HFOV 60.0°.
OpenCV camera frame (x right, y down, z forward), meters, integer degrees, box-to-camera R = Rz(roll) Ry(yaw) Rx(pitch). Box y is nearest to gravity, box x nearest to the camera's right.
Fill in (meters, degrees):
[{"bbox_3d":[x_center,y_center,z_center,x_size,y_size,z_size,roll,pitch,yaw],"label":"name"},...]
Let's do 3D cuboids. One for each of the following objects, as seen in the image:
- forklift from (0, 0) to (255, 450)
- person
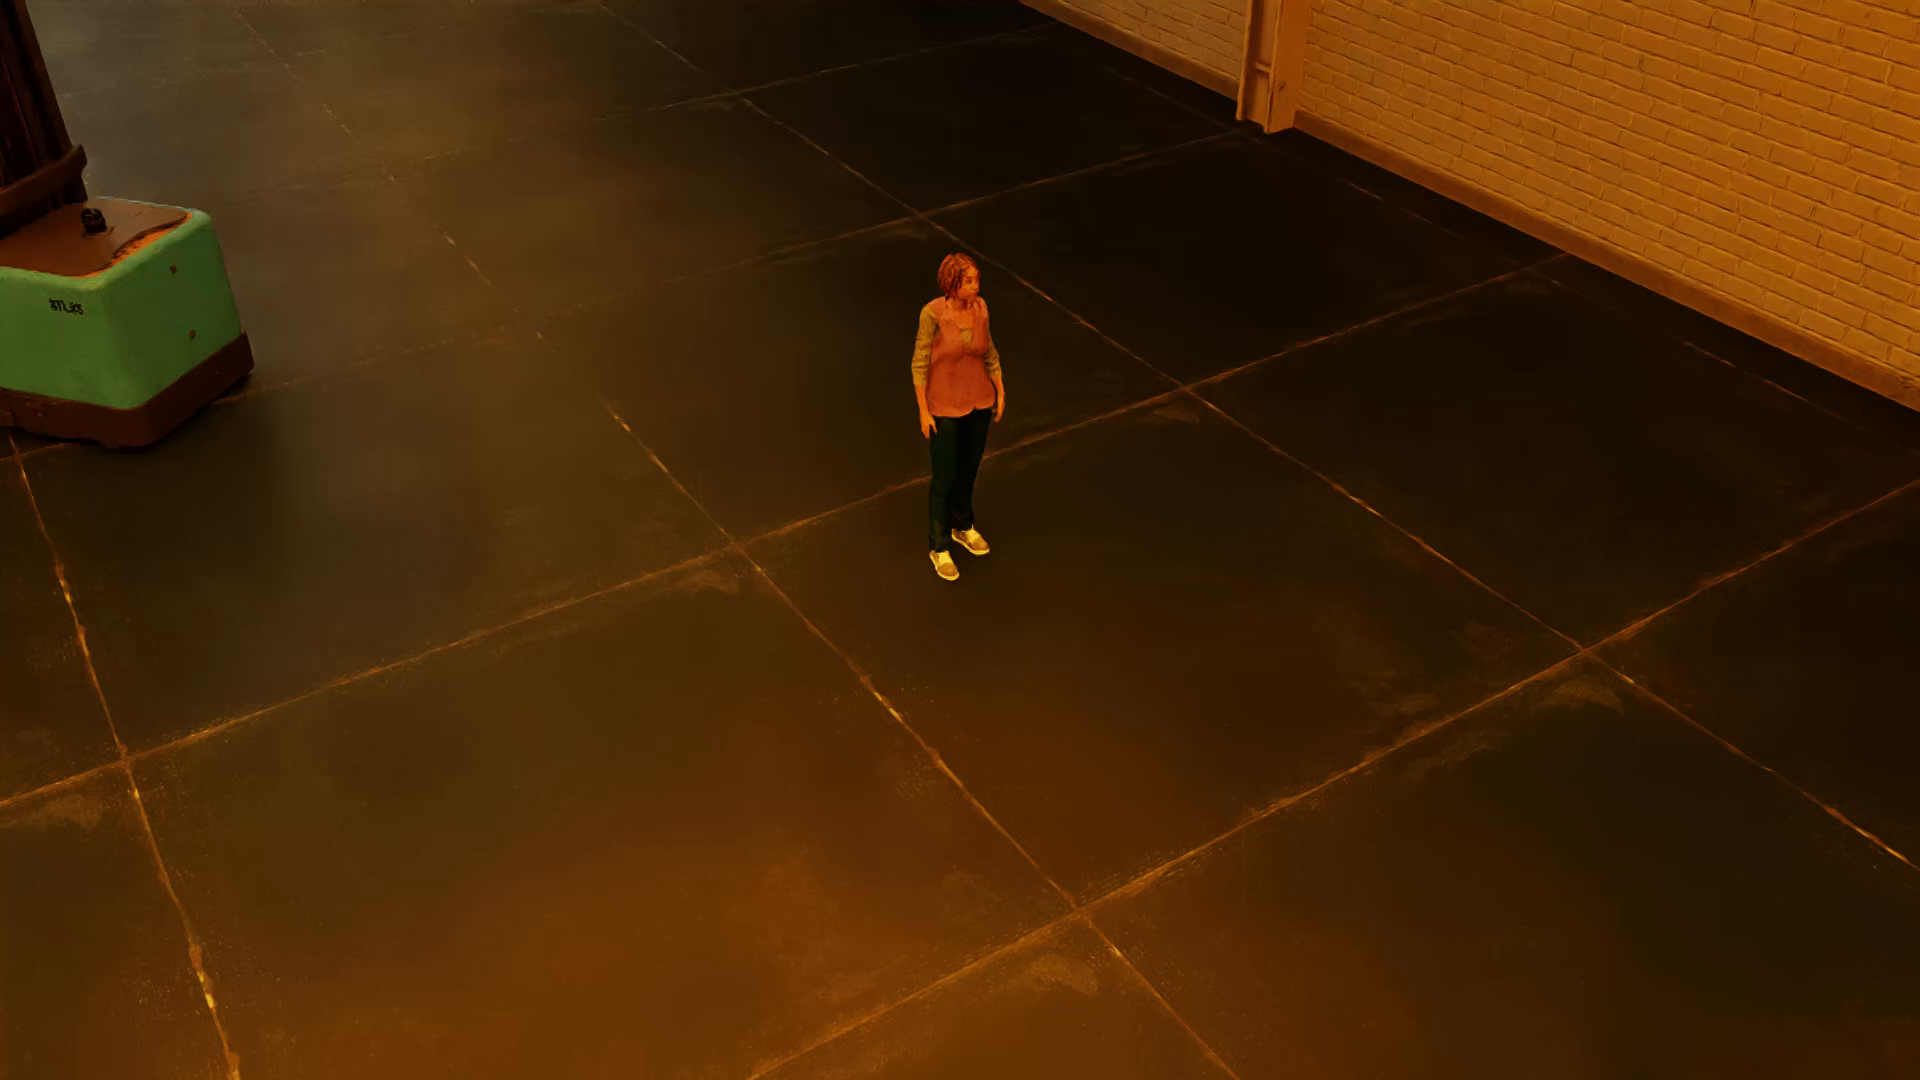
[{"bbox_3d":[-5.846,-2.191,9.266,3.031,2.935,1.130,10,36,14],"label":"forklift"},{"bbox_3d":[0.029,-0.619,8.177,0.520,1.597,0.474,-21,40,-27],"label":"person"}]
